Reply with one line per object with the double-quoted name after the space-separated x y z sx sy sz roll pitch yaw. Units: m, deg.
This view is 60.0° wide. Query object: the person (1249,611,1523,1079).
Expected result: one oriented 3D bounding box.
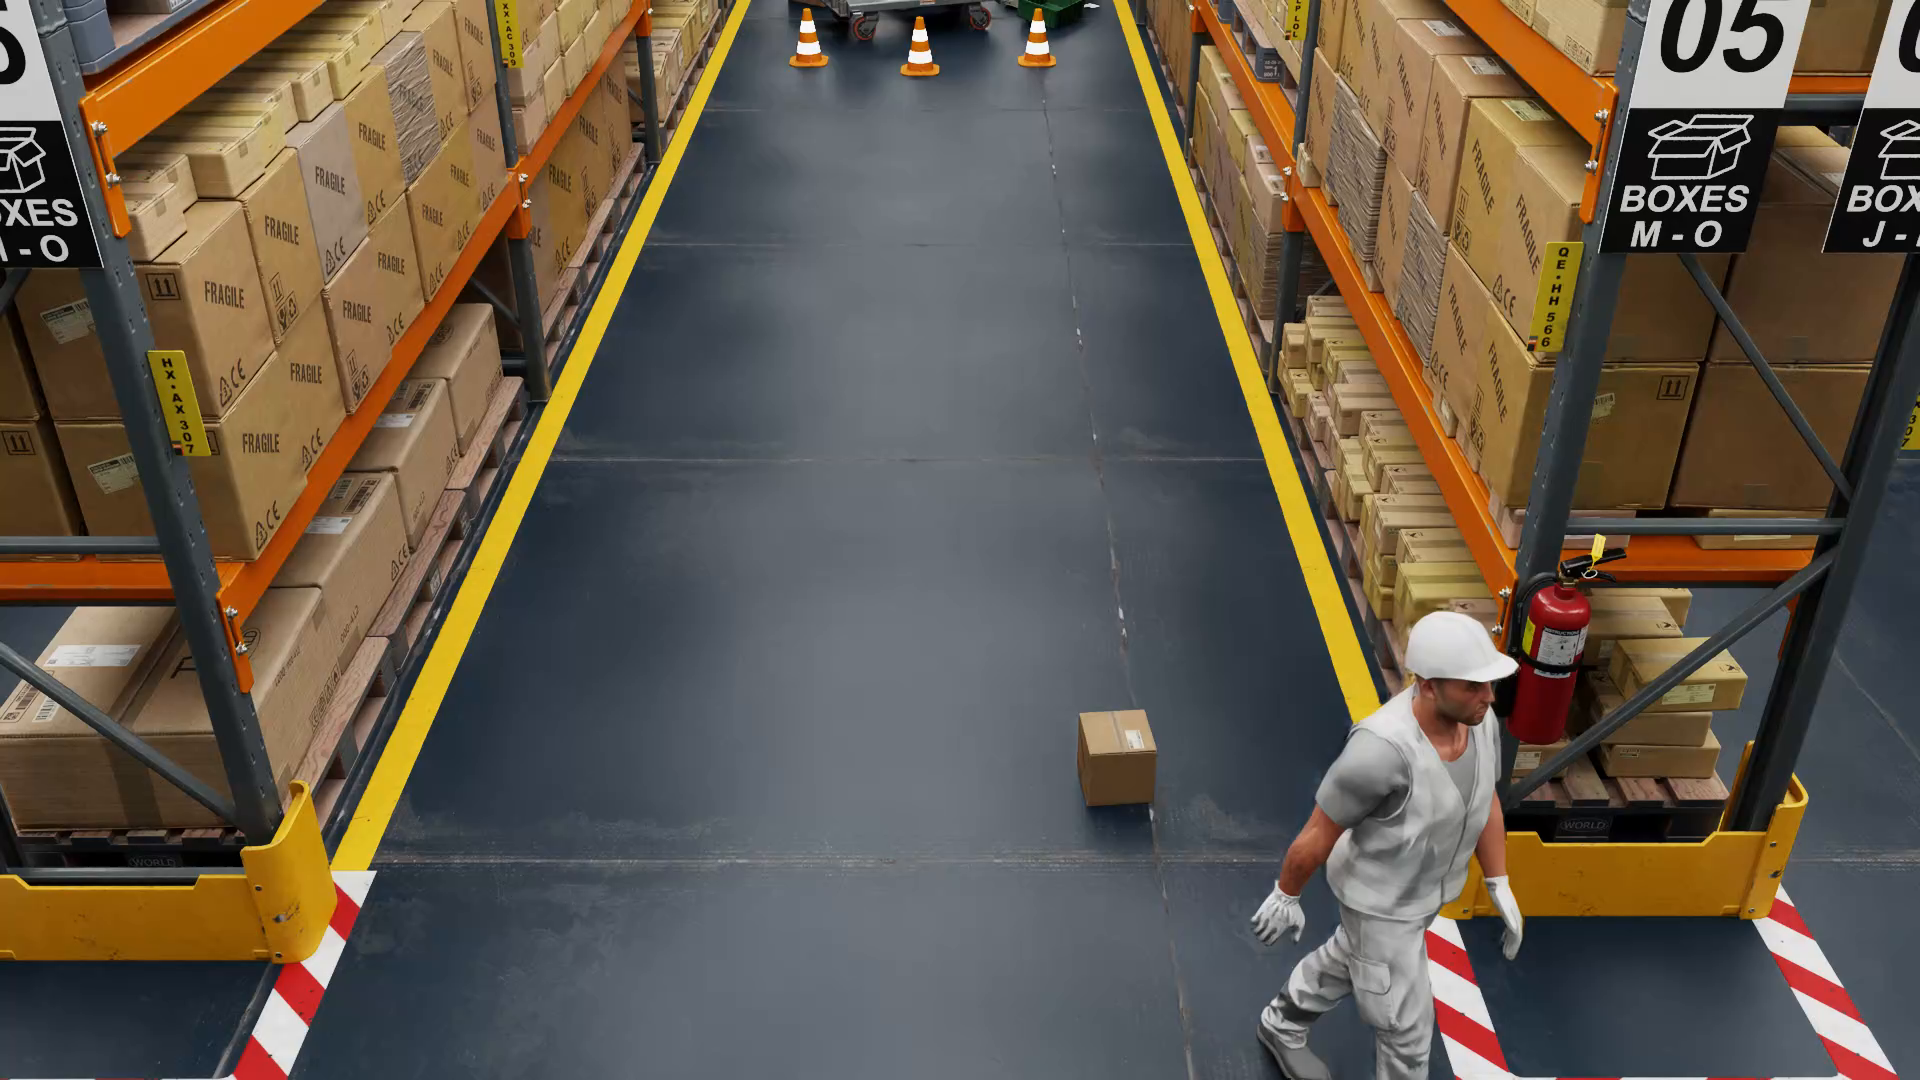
1.225 0.990 4.436 0.637 1.745 0.948 -23 38 -32 "person"
